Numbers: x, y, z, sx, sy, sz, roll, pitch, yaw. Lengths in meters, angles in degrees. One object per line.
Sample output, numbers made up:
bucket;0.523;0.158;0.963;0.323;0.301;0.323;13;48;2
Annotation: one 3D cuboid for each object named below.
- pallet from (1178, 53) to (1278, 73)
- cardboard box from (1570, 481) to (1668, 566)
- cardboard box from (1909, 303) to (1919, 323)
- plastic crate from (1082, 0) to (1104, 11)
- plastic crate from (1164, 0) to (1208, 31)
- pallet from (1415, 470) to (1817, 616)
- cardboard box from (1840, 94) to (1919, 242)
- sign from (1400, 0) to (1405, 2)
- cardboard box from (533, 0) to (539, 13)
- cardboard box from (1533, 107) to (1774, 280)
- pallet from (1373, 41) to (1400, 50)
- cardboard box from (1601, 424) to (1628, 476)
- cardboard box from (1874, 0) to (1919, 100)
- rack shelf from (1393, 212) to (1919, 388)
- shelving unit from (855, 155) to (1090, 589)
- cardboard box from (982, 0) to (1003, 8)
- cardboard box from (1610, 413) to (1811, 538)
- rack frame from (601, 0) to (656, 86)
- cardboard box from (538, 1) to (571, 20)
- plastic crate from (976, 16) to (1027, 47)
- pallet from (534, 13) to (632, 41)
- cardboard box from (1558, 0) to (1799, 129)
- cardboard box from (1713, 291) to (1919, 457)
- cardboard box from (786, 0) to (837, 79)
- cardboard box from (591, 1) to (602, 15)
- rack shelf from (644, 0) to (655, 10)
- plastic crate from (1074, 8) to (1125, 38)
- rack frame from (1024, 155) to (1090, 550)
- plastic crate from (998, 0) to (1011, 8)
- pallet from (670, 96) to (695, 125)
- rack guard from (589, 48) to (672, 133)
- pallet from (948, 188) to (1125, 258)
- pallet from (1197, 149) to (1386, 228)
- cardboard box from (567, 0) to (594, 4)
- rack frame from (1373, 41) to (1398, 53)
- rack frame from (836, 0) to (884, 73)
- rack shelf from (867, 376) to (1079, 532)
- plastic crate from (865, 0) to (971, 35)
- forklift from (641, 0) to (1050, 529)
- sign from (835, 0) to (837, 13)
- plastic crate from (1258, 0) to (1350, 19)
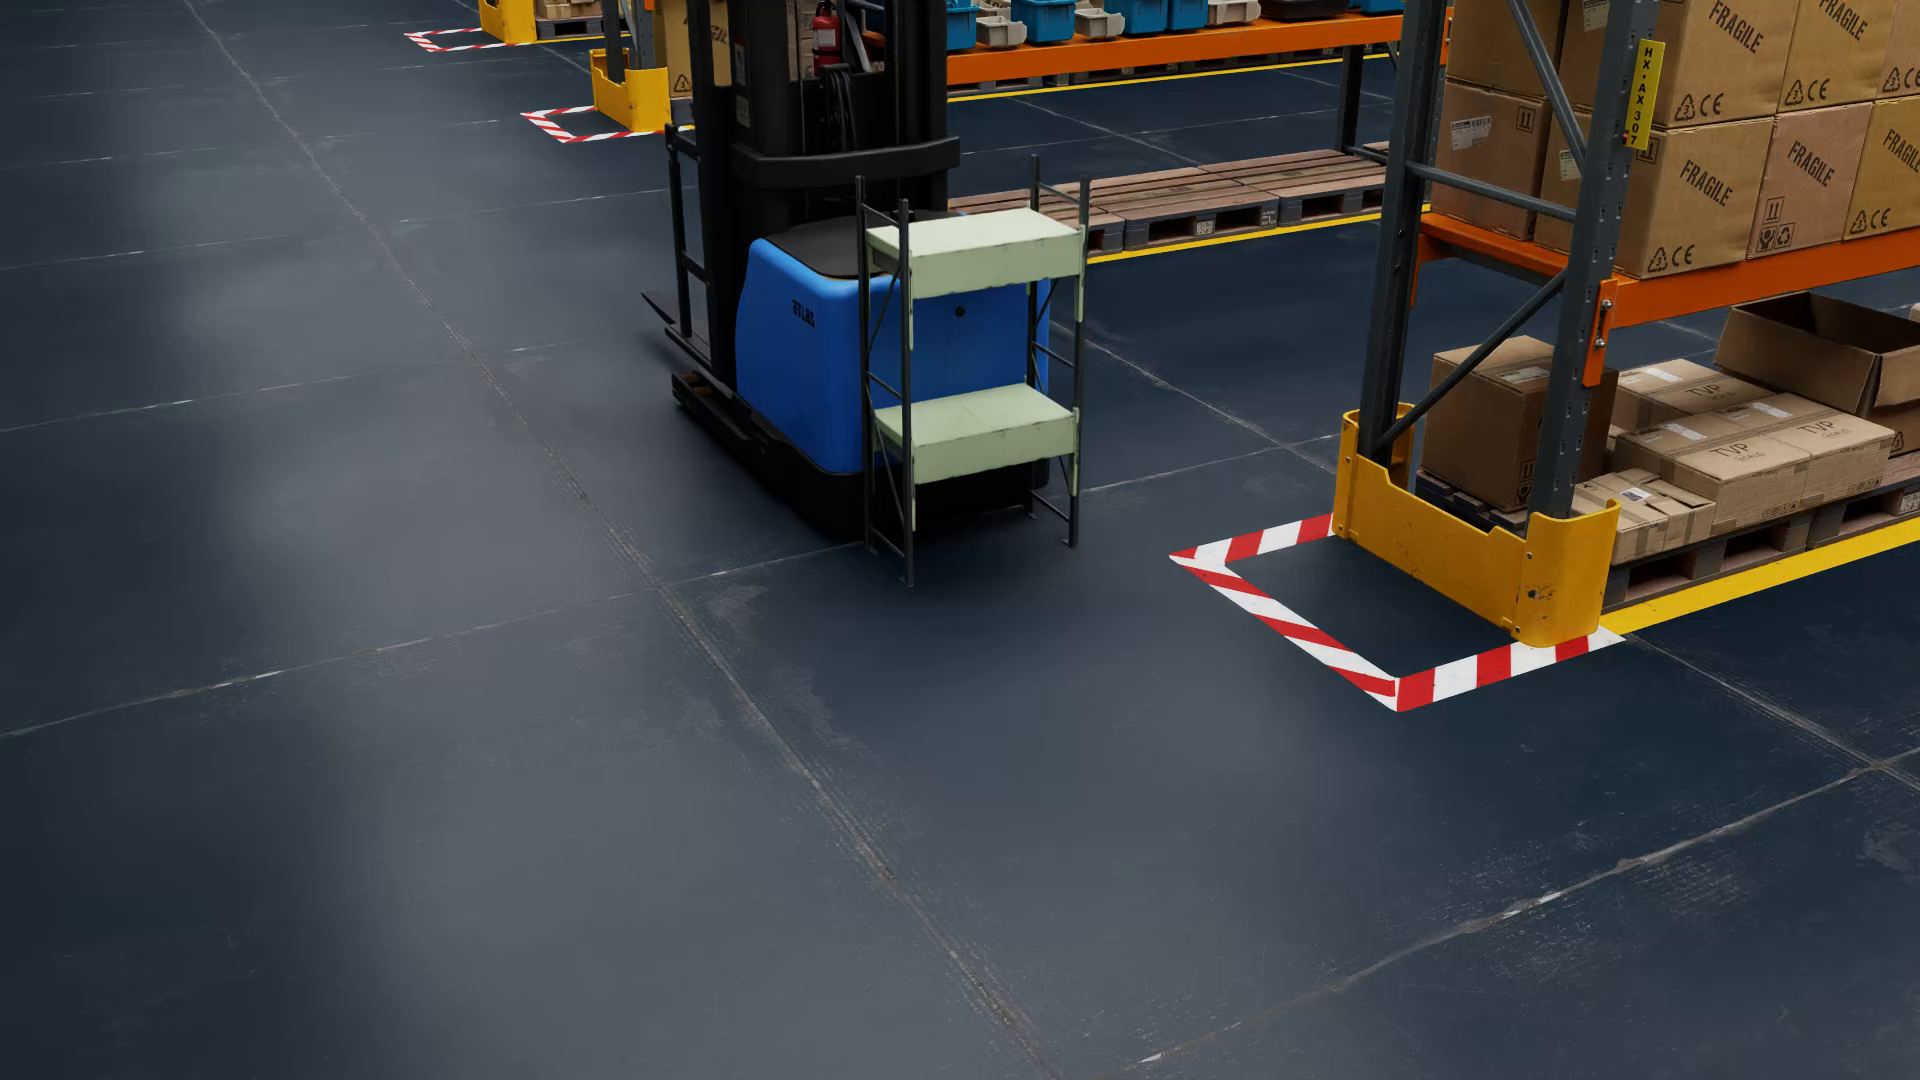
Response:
pallet;2.457;-4.976;16.871;1.213;0.211;1.003;-13;29;-25
cardboard box;2.394;-0.066;6.207;0.250;0.149;0.380;-13;29;-25
cardboard box;4.920;-0.997;7.958;0.500;0.311;0.500;-13;29;-25
plastic crate;0.919;-3.421;10.646;0.250;0.136;0.298;-13;29;-25
plastic crate;1.334;-3.296;10.274;0.300;0.233;0.416;-13;29;-25
pallet;2.633;-0.120;6.755;1.213;0.211;1.003;-13;29;-25
cardboard box;3.275;-1.441;6.171;0.500;0.500;0.500;-13;29;-25
sign;1.619;-2.079;5.912;0.005;0.325;0.100;-13;29;-25
cardboard box;-4.674;-5.988;18.566;0.250;0.149;0.380;-12;28;-24
cardboard box;2.378;-1.233;5.737;0.500;0.500;0.500;-12;28;-24
pallet;4.954;-5.513;17.990;1.213;0.211;1.003;-13;29;-25
cardboard box;2.626;-0.373;6.825;0.250;0.166;0.380;-13;29;-25
cardboard box;3.280;-1.893;5.957;0.500;0.500;0.500;-13;28;-24
rack shelf;3.627;-1.282;6.785;4.000;0.370;1.077;-13;29;-25
shelving unit;0.046;-0.642;6.354;0.755;1.500;0.431;-13;28;-25
cardboard box;0.114;-4.925;15.512;0.875;0.875;0.875;-13;29;-25
cardboard box;2.917;-0.262;6.498;0.500;0.250;0.500;-13;29;-25
rack frame;-2.796;-4.983;13.662;0.127;3.000;1.000;-13;29;-25
cardboard box;-4.427;-5.786;18.144;0.250;0.149;0.380;-12;28;-24
plastic crate;0.230;-2.957;9.679;0.298;0.136;0.250;-13;29;-25
pallet;-4.240;-5.808;18.603;1.213;0.211;1.003;-13;29;-25
cardboard box;2.378;-1.684;5.521;0.500;0.500;0.500;-12;28;-24
cardboard box;3.737;-0.702;7.121;0.637;0.503;0.797;-13;29;-25
cardboard box;-1.466;-4.560;14.752;0.875;0.875;0.875;-13;29;-25
cardboard box;-4.019;-5.924;18.431;0.250;0.149;0.380;-13;28;-25
rack shelf;-1.031;-5.066;14.666;4.000;0.370;1.077;-13;29;-25
plastic crate;0.828;-3.096;9.967;0.298;0.136;0.250;-13;29;-25
rack frame;0.371;-0.715;6.506;0.023;1.500;0.400;-13;28;-25
plastic crate;0.432;-3.288;10.368;0.243;0.136;0.396;-13;29;-25
pallet;-2.127;-3.918;14.667;1.213;0.211;1.003;-13;29;-25
rack guard;-2.817;-3.851;14.193;0.348;0.500;1.175;-13;29;-25
pallet;0.281;-1.987;10.645;1.213;0.211;1.003;-13;29;-25
pallet;2.434;-2.484;11.680;1.213;0.211;1.003;-13;29;-25
cardboard box;-4.189;-5.979;18.201;0.250;0.149;0.380;-13;29;-25
rack frame;4.263;-6.612;17.056;0.127;3.000;1.000;-13;29;-25
rack frame;-0.465;-3.091;9.722;0.127;3.000;1.000;-13;29;-25
rack shelf;0.046;-0.348;6.496;0.720;0.370;0.431;-13;28;-25
plastic crate;-0.257;-3.274;9.992;0.499;0.435;0.616;-13;29;-25
forklift;-0.744;-1.969;7.464;1.130;2.935;3.031;-13;28;-25
sign;-0.738;-3.371;10.118;0.005;0.325;0.100;-13;29;-25
plastic crate;2.203;-3.478;10.777;0.590;0.125;0.437;-13;29;-25
